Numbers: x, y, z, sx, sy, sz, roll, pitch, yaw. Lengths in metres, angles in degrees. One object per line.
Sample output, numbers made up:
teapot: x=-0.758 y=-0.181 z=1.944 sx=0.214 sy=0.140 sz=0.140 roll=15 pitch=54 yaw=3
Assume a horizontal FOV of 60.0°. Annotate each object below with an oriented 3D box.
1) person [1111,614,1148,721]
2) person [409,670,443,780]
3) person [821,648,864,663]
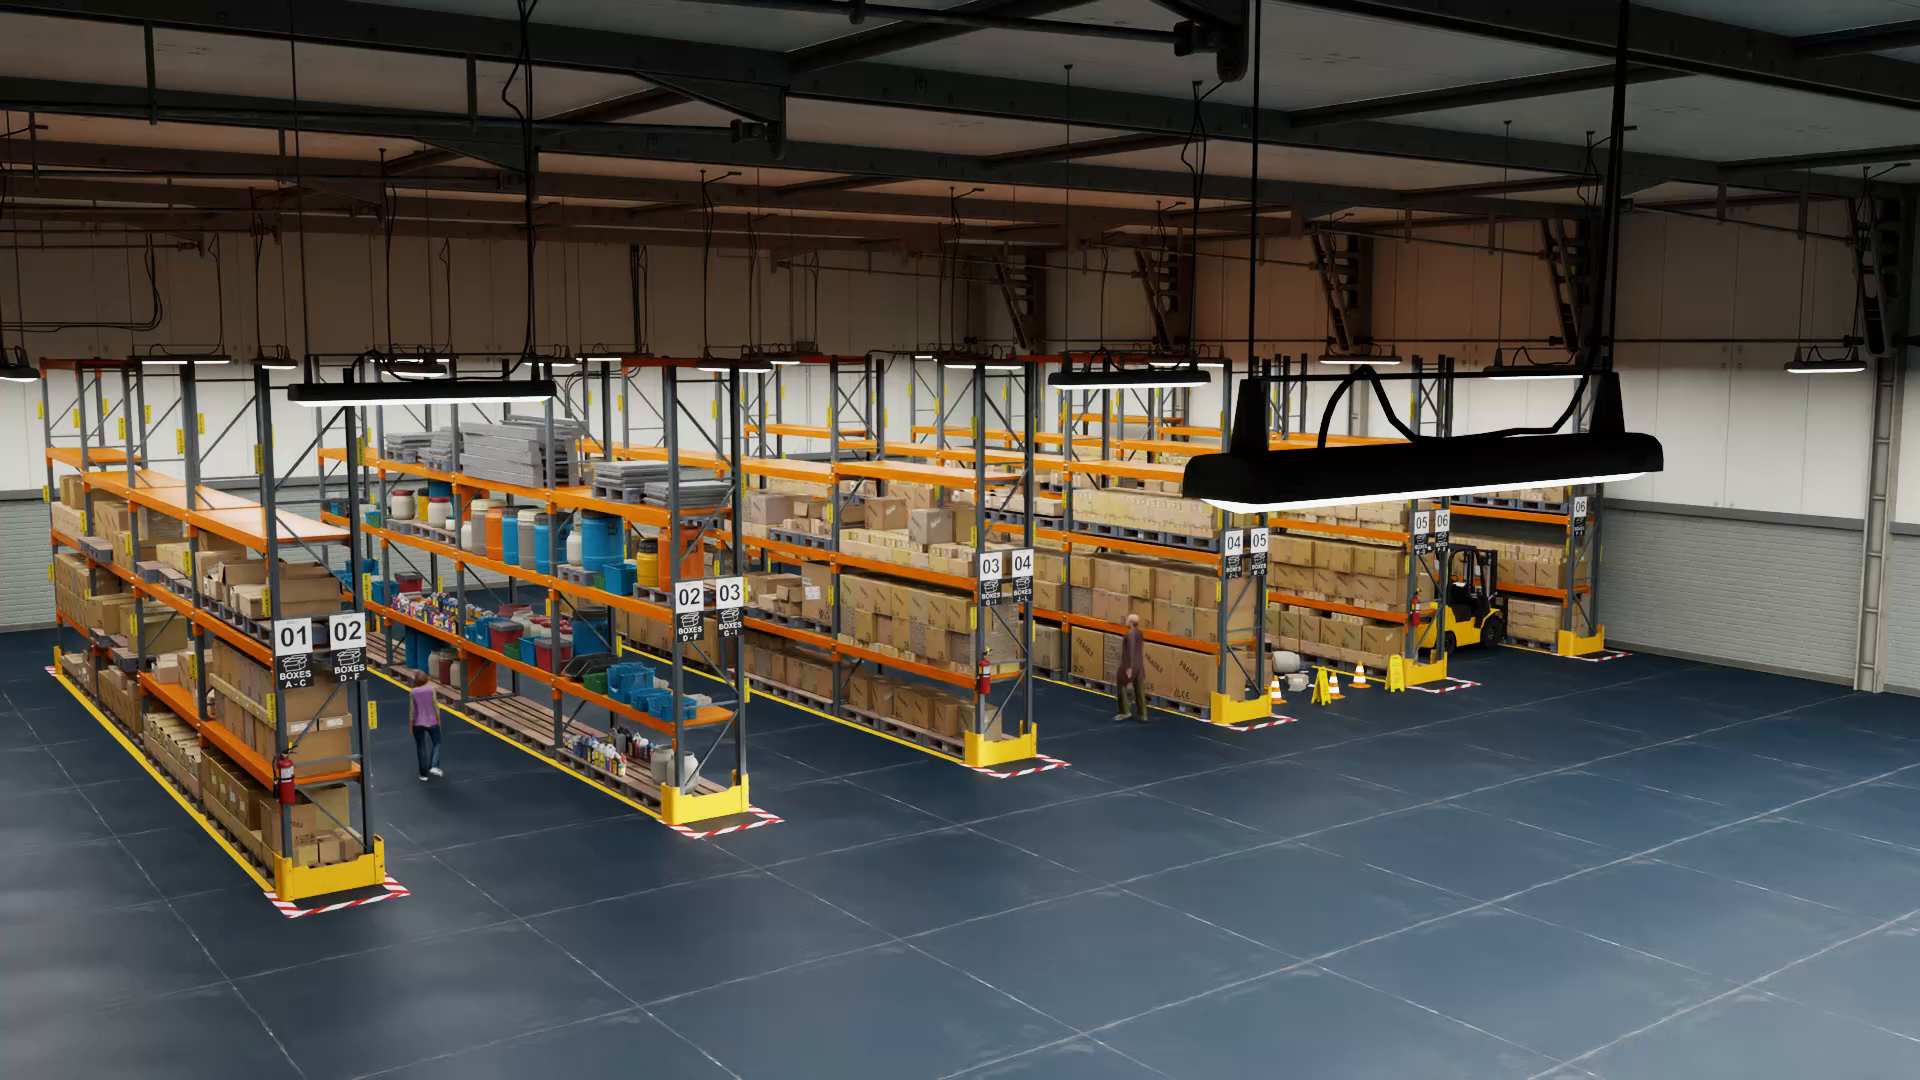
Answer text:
person: x=2.916 y=2.153 z=27.740 sx=0.568 sy=1.831 sz=0.607 roll=-6 pitch=9 yaw=-41
person: x=-7.694 y=2.678 z=23.918 sx=0.455 sy=1.597 sz=0.444 roll=-1 pitch=7 yaw=-12
person: x=-2.315 y=1.596 z=32.649 sx=1.032 sy=1.617 sz=0.480 roll=6 pitch=9 yaw=42
